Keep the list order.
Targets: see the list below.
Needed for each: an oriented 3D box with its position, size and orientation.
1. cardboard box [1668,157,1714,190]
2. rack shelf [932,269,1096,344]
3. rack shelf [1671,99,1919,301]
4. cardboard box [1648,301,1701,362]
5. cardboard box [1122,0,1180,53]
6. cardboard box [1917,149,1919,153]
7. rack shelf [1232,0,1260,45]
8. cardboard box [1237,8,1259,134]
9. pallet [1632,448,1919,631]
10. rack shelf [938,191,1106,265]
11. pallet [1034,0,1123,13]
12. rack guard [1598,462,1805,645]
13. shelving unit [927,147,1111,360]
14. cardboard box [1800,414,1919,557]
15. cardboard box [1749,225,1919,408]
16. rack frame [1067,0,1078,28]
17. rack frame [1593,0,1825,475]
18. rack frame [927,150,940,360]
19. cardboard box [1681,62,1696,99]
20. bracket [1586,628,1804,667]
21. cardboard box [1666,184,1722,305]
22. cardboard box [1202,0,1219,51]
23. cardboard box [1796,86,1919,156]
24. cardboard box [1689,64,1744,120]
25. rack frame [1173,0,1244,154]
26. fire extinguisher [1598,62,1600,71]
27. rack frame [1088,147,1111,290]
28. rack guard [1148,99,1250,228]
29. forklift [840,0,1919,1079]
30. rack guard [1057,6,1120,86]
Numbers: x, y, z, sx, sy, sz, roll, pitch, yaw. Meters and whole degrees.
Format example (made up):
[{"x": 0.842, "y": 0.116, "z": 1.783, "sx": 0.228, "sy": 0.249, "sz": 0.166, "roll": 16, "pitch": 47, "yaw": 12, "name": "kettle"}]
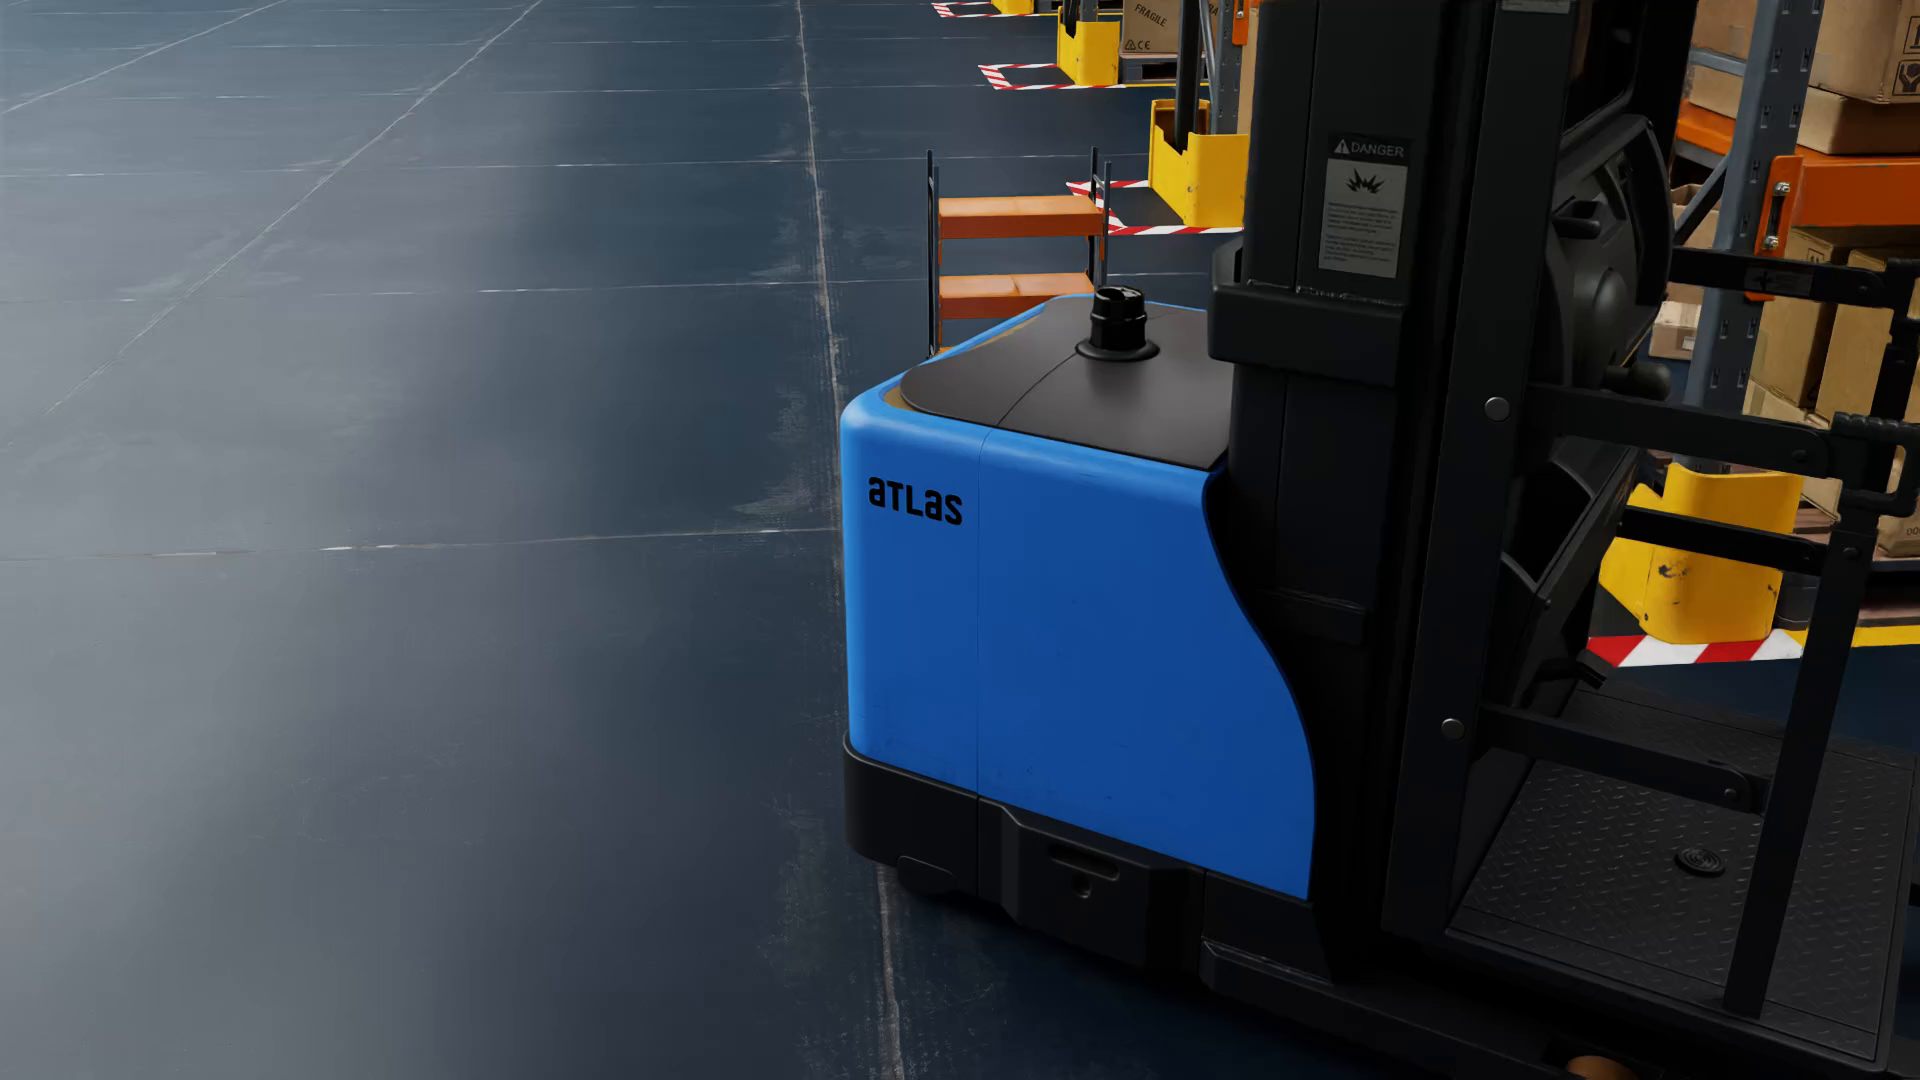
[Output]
[{"x": 3.923, "y": -1.857, "z": 8.810, "sx": 0.500, "sy": 0.500, "sz": 0.500, "roll": 2, "pitch": 24, "yaw": 4, "name": "cardboard box"}, {"x": 0.165, "y": -0.698, "z": 4.958, "sx": 0.480, "sy": 0.148, "sz": 0.258, "roll": -2, "pitch": 24, "yaw": -5, "name": "rack shelf"}, {"x": 3.964, "y": -1.070, "z": 4.850, "sx": 4.000, "sy": 0.370, "sz": 1.077, "roll": -2, "pitch": 24, "yaw": -5, "name": "rack shelf"}, {"x": 3.079, "y": -0.885, "z": 7.057, "sx": 0.250, "sy": 0.149, "sz": 0.380, "roll": 10, "pitch": 26, "yaw": 22, "name": "cardboard box"}, {"x": 3.155, "y": -1.955, "z": 6.992, "sx": 2.007, "sy": 1.739, "sz": 15.623, "roll": -3, "pitch": 24, "yaw": -6, "name": "cardboard box"}, {"x": 2.582, "y": -1.150, "z": 4.453, "sx": 0.250, "sy": 0.149, "sz": 0.380, "roll": -2, "pitch": 24, "yaw": -4, "name": "cardboard box"}, {"x": 3.377, "y": -3.067, "z": 9.342, "sx": 4.000, "sy": 0.370, "sz": 1.077, "roll": -2, "pitch": 24, "yaw": -5, "name": "rack shelf"}, {"x": 2.872, "y": -3.567, "z": 9.067, "sx": 2.515, "sy": 2.999, "sz": 0.987, "roll": -2, "pitch": 24, "yaw": -4, "name": "cardboard box"}, {"x": 2.861, "y": -0.066, "z": 5.138, "sx": 1.213, "sy": 0.211, "sz": 1.003, "roll": -2, "pitch": 24, "yaw": -5, "name": "pallet"}, {"x": 0.165, "y": -0.914, "z": 4.862, "sx": 0.480, "sy": 0.148, "sz": 0.258, "roll": -2, "pitch": 24, "yaw": -5, "name": "rack shelf"}, {"x": 1.393, "y": -6.104, "z": 18.724, "sx": 1.213, "sy": 0.211, "sz": 1.003, "roll": -2, "pitch": 24, "yaw": -5, "name": "pallet"}, {"x": 2.049, "y": -0.180, "z": 5.038, "sx": 0.348, "sy": 0.500, "sz": 1.175, "roll": -2, "pitch": 24, "yaw": -5, "name": "rack guard"}, {"x": 0.165, "y": -0.555, "z": 5.021, "sx": 0.503, "sy": 1.200, "sz": 0.258, "roll": -2, "pitch": 24, "yaw": -5, "name": "shelving unit"}, {"x": 2.804, "y": -0.175, "z": 4.818, "sx": 0.500, "sy": 0.250, "sz": 0.500, "roll": -2, "pitch": 24, "yaw": -6, "name": "cardboard box"}, {"x": 2.745, "y": -0.734, "z": 5.154, "sx": 0.500, "sy": 0.500, "sz": 0.500, "roll": -2, "pitch": 24, "yaw": -5, "name": "cardboard box"}, {"x": 1.000, "y": -5.323, "z": 13.533, "sx": 0.053, "sy": 2.616, "sz": 0.949, "roll": -2, "pitch": 24, "yaw": -5, "name": "rack frame"}, {"x": 1.974, "y": -1.319, "z": 4.524, "sx": 0.127, "sy": 3.000, "sz": 1.000, "roll": -2, "pitch": 24, "yaw": -5, "name": "rack frame"}, {"x": -0.078, "y": -0.545, "z": 4.999, "sx": 0.015, "sy": 1.200, "sz": 0.240, "roll": -2, "pitch": 24, "yaw": -5, "name": "rack frame"}, {"x": 3.838, "y": -2.662, "z": 9.644, "sx": 0.875, "sy": 0.875, "sz": 0.875, "roll": -2, "pitch": 24, "yaw": -5, "name": "cardboard box"}, {"x": 1.726, "y": 0.065, "z": 5.103, "sx": 1.079, "sy": 0.001, "sz": 1.378, "roll": -2, "pitch": 24, "yaw": -5, "name": "bracket"}, {"x": 3.473, "y": -1.271, "z": 7.491, "sx": 0.797, "sy": 0.503, "sz": 0.637, "roll": 22, "pitch": 32, "yaw": 40, "name": "cardboard box"}, {"x": 2.214, "y": -4.430, "z": 14.084, "sx": 0.500, "sy": 0.500, "sz": 0.500, "roll": 4, "pitch": 24, "yaw": 9, "name": "cardboard box"}, {"x": 2.332, "y": -1.134, "z": 4.417, "sx": 0.250, "sy": 0.149, "sz": 0.380, "roll": -2, "pitch": 24, "yaw": -5, "name": "cardboard box"}, {"x": 2.325, "y": -1.305, "z": 4.803, "sx": 0.250, "sy": 0.149, "sz": 0.380, "roll": -1, "pitch": 24, "yaw": -3, "name": "cardboard box"}, {"x": 1.387, "y": -3.315, "z": 9.016, "sx": 0.127, "sy": 3.000, "sz": 1.000, "roll": -2, "pitch": 24, "yaw": -5, "name": "rack frame"}, {"x": 1.814, "y": -1.465, "z": 4.948, "sx": 0.183, "sy": 0.674, "sz": 0.296, "roll": -2, "pitch": 24, "yaw": -5, "name": "fire extinguisher"}, {"x": 0.408, "y": -0.565, "z": 5.043, "sx": 0.015, "sy": 1.200, "sz": 0.240, "roll": -2, "pitch": 24, "yaw": -5, "name": "rack frame"}, {"x": 1.363, "y": -2.172, "z": 9.522, "sx": 0.348, "sy": 0.500, "sz": 1.175, "roll": -2, "pitch": 24, "yaw": -5, "name": "rack guard"}, {"x": 1.280, "y": -0.485, "z": 2.732, "sx": 3.031, "sy": 2.935, "sz": 1.130, "roll": 14, "pitch": 27, "yaw": 28, "name": "forklift"}, {"x": 1.075, "y": -4.185, "z": 14.050, "sx": 0.348, "sy": 0.500, "sz": 1.175, "roll": -2, "pitch": 24, "yaw": -5, "name": "rack guard"}]
